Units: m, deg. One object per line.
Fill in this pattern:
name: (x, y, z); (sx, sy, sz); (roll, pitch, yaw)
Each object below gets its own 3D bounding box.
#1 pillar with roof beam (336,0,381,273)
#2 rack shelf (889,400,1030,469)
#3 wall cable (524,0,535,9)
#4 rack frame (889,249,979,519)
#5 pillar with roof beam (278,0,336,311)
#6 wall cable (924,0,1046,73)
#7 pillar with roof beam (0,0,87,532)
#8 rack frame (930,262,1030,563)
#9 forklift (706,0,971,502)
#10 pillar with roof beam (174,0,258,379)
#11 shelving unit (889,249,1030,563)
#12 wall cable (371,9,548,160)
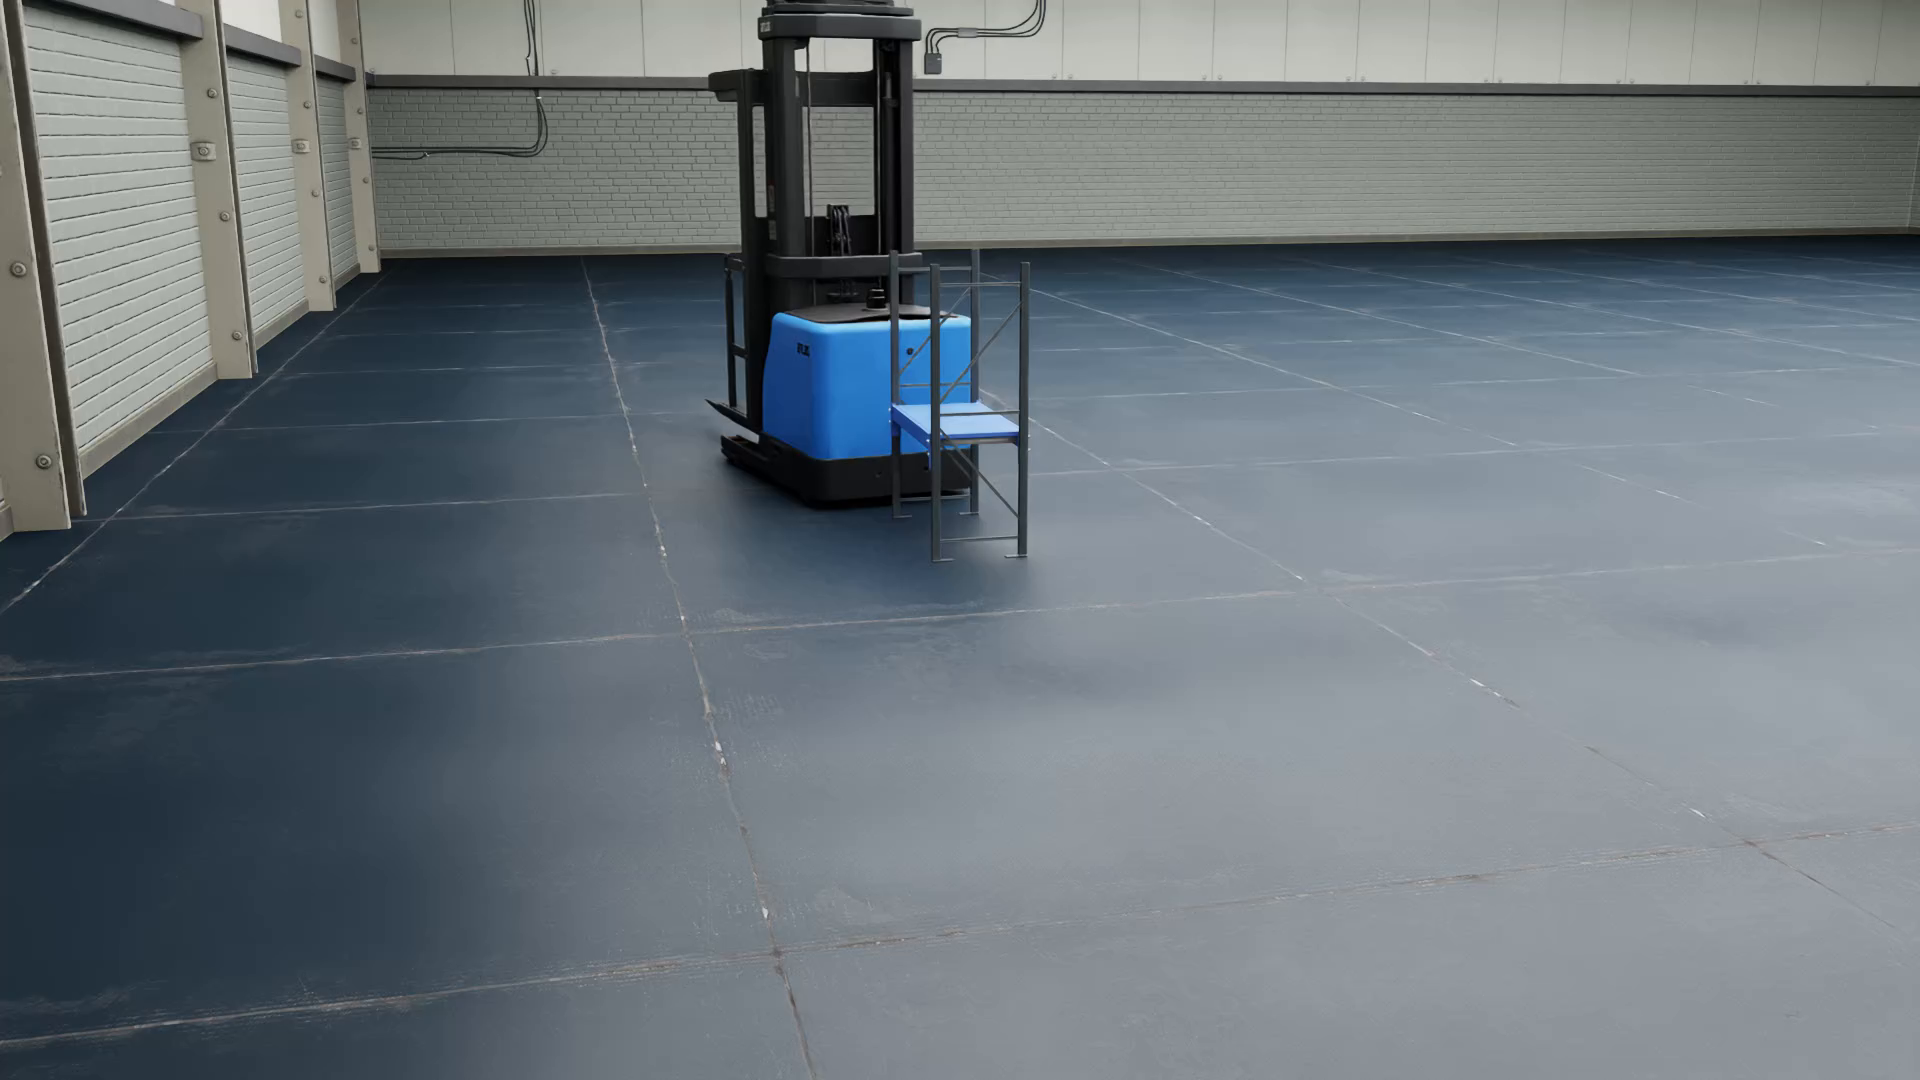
pillar with roof beam: (-5.160, -8.862, 26.240); (9.100, 9.000, 0.400); (-3, 14, -13)
rack shelf: (-0.020, -0.574, 8.872); (0.538, 0.185, 1.000); (-3, 14, -13)
wall cable: (-6.121, -10.471, 28.727); (3.097, 2.526, 0.112); (-3, 14, -13)
rack frame: (-0.139, -0.866, 9.310); (0.500, 1.500, 0.032); (-3, 14, -13)
pillar with roof beam: (-3.750, -7.478, 20.574); (9.100, 9.000, 0.400); (-3, 14, -13)
wall cable: (0.481, -11.553, 30.088); (2.305, 6.003, 0.169); (-3, 14, -13)
pillar with roof beam: (-0.932, -4.710, 9.243); (9.100, 9.000, 0.400); (-3, 14, -13)
rack frame: (0.099, -0.631, 8.350); (0.500, 1.500, 0.032); (-3, 14, -13)
forklift: (-0.946, -1.949, 10.728); (1.130, 2.935, 3.031); (-6, 15, -23)
pillar with roof beam: (-2.341, -6.094, 14.908); (9.100, 9.000, 0.400); (-3, 14, -13)
shelving unit: (-0.020, -0.748, 8.830); (0.538, 1.500, 1.048); (-3, 14, -13)
wall cable: (-8.751, -7.867, 28.709); (3.097, 2.526, 0.112); (-3, 14, -13)
